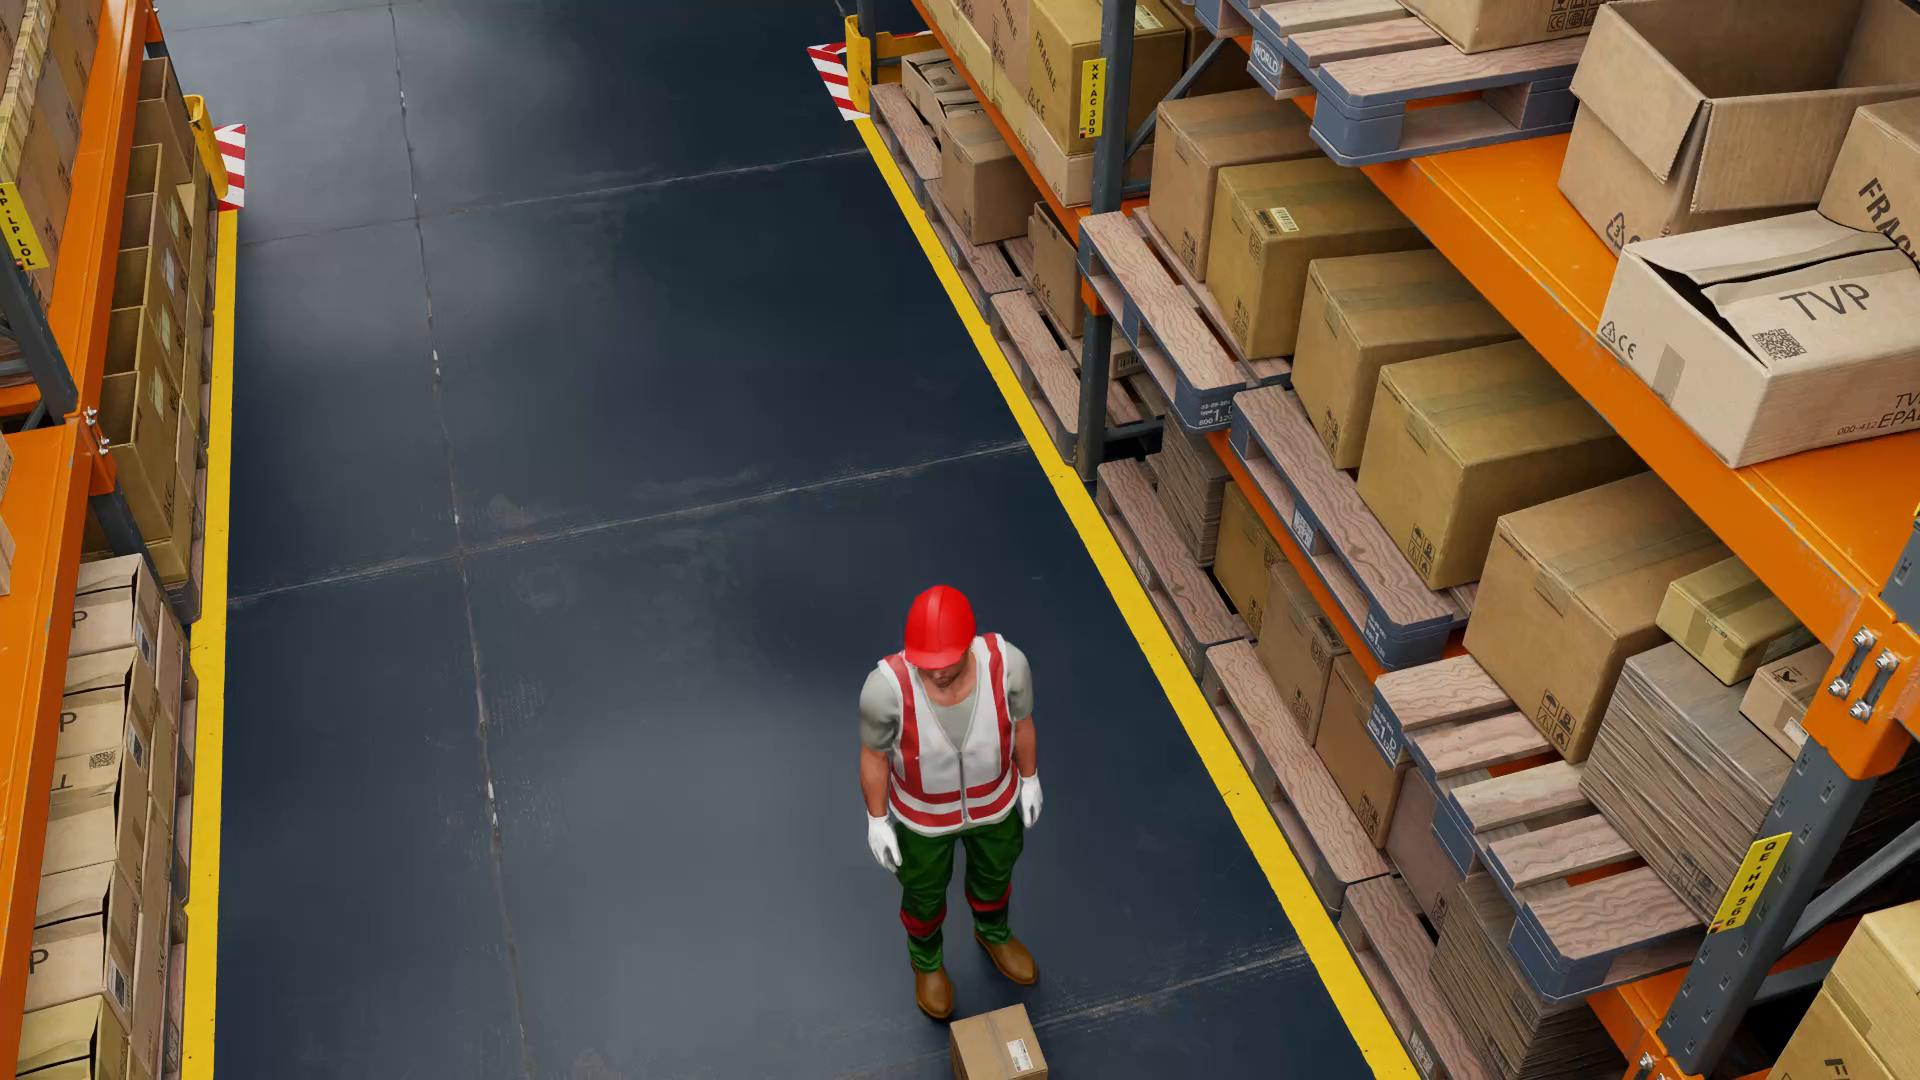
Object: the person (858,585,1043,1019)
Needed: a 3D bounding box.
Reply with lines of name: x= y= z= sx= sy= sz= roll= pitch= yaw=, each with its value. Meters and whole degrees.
person: x=-0.014 y=0.837 z=5.203 sx=0.577 sy=1.808 sz=0.372 roll=-11 pitch=43 yaw=-12
